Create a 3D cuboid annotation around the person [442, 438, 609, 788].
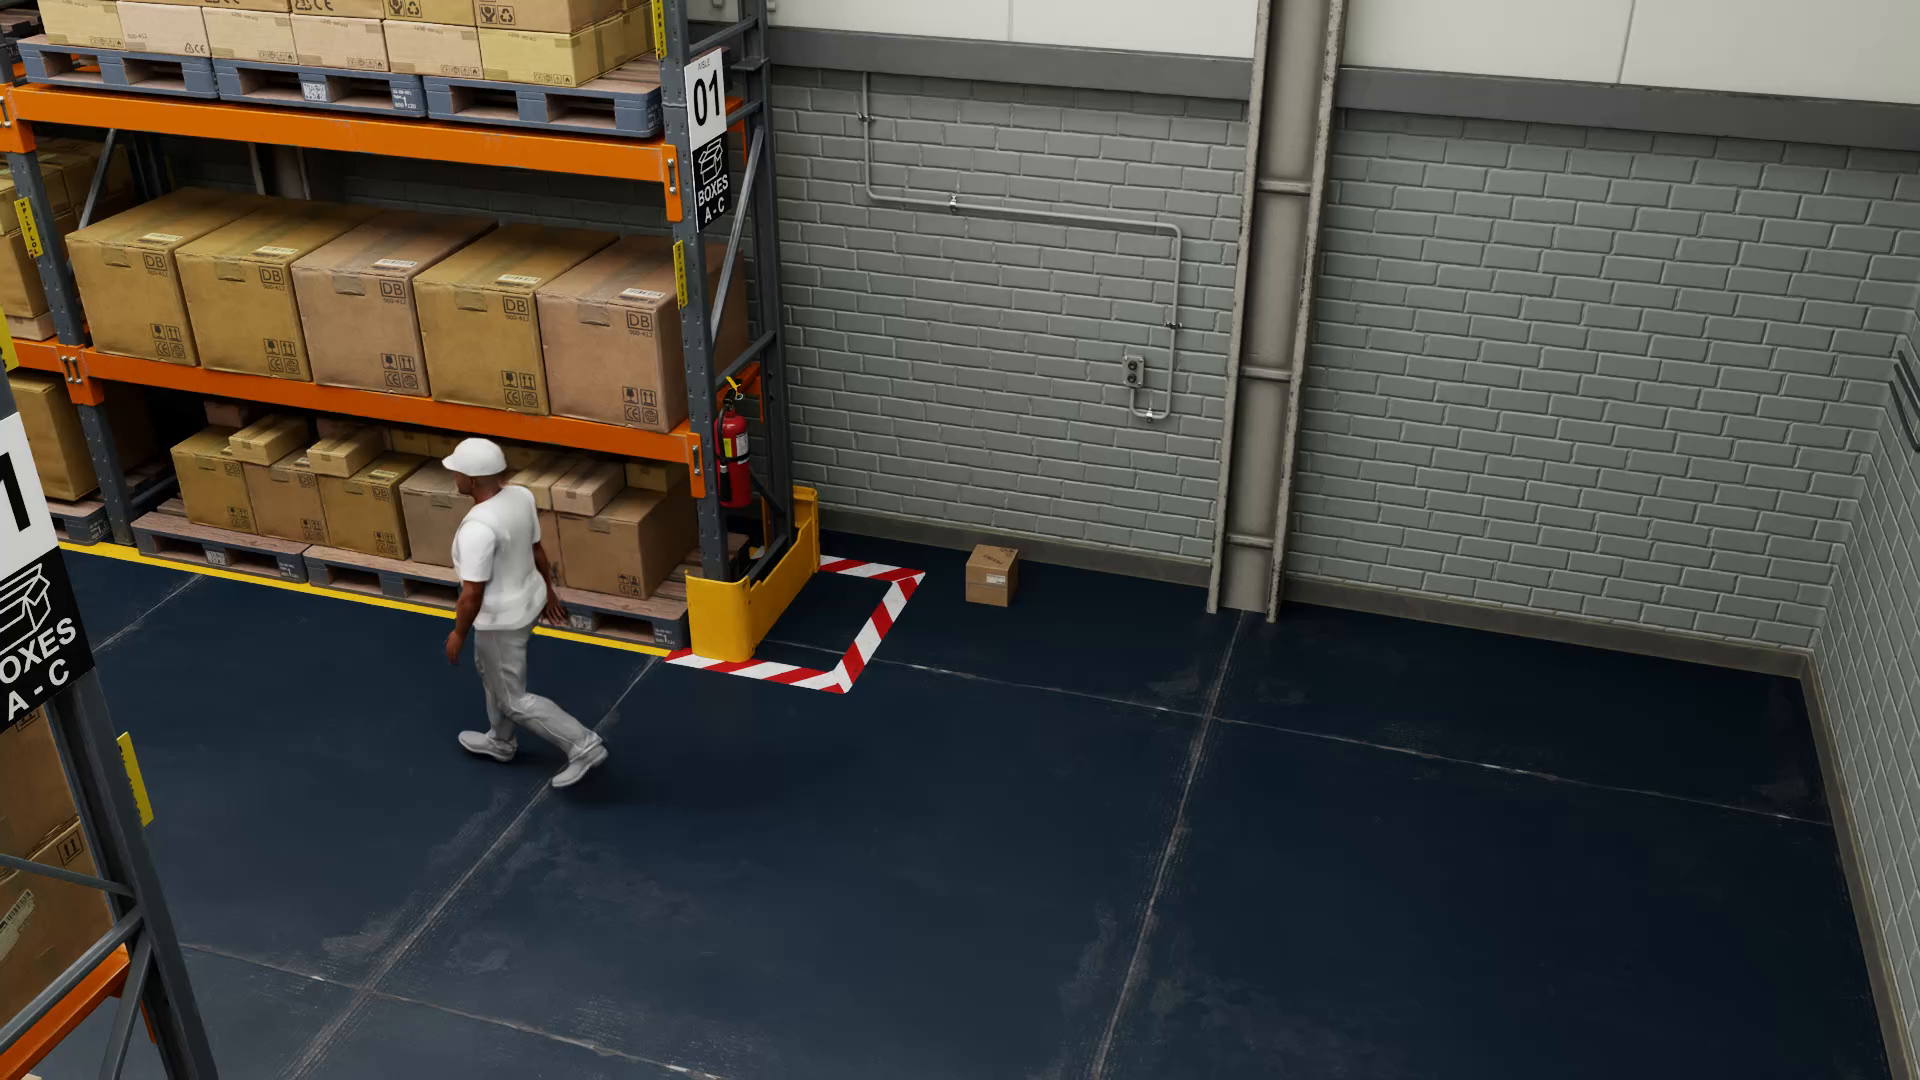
[{"bbox_3d":[-2.088,0.350,7.862,0.890,1.748,0.628,5,29,10],"label":"person"}]
